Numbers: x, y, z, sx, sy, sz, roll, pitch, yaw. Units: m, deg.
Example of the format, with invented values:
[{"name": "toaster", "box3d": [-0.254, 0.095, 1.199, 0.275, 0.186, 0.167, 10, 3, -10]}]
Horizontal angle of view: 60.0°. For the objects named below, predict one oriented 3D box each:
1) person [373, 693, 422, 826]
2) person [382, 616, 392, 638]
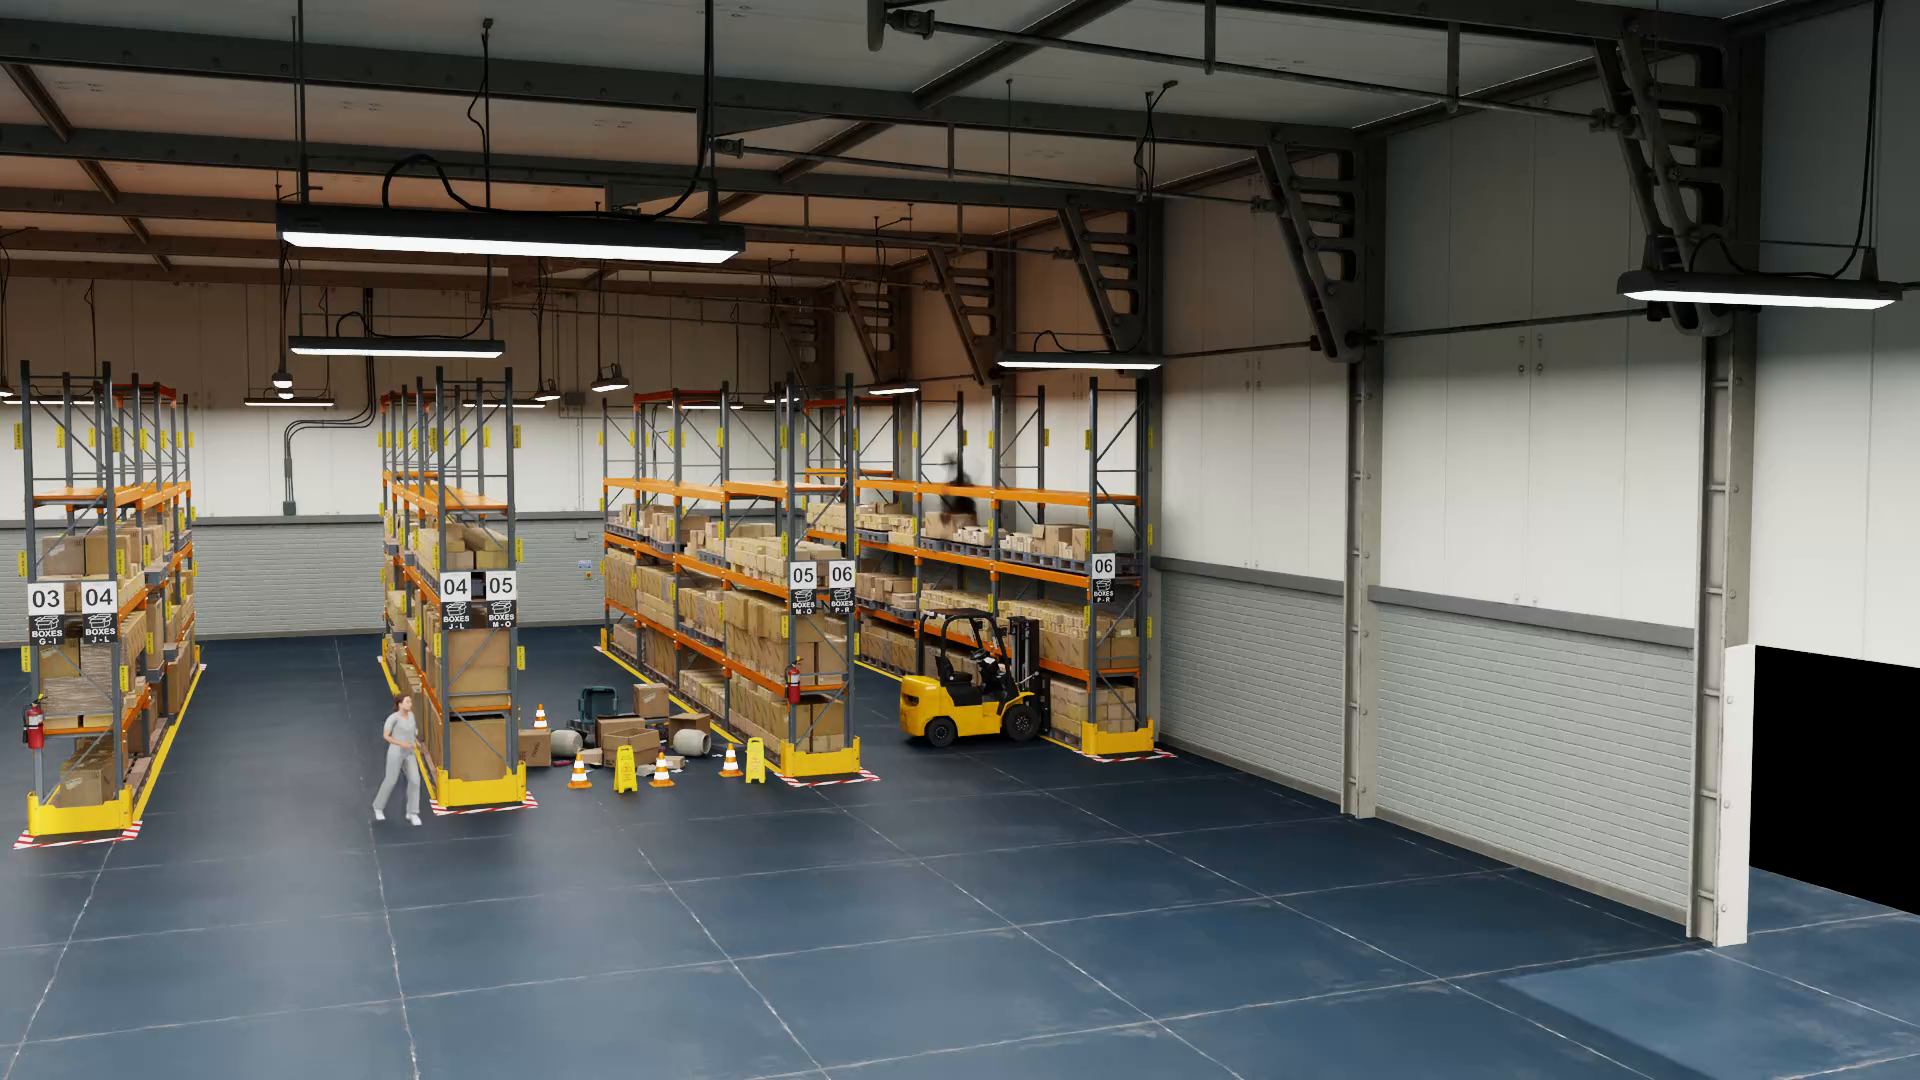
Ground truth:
[{"name": "person", "box3d": [-7.288, 2.840, 21.786, 0.859, 1.689, 0.607, 2, 4, 34]}, {"name": "person", "box3d": [-13.164, 1.877, 38.669, 0.507, 1.605, 0.660, -2, 4, -35]}]
